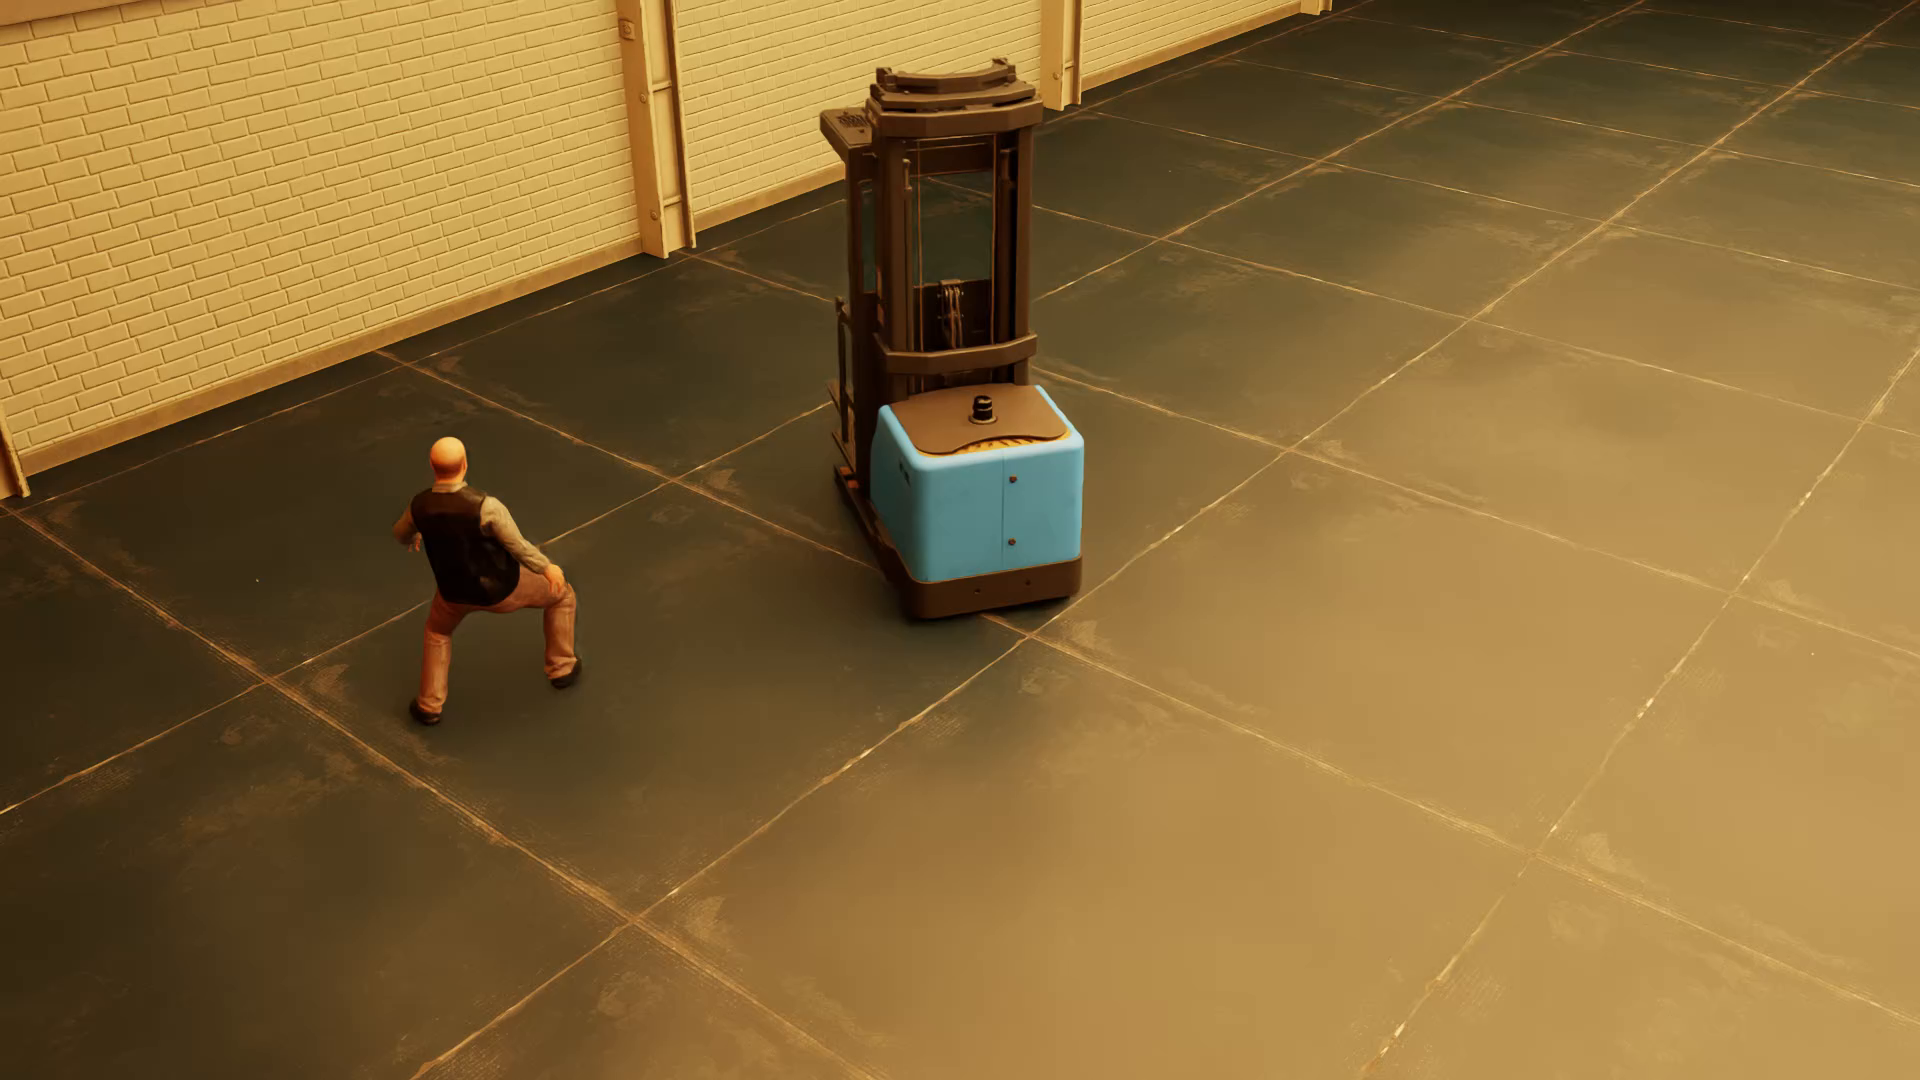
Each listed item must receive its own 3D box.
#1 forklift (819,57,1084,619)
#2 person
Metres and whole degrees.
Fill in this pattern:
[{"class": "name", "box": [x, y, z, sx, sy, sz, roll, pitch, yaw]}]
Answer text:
[{"class": "forklift", "box": [-0.200, -1.544, 10.237, 1.130, 2.935, 3.031, -9, 31, -15]}, {"class": "person", "box": [-2.541, 0.171, 8.675, 0.939, 1.593, 0.696, 6, 31, 10]}]
